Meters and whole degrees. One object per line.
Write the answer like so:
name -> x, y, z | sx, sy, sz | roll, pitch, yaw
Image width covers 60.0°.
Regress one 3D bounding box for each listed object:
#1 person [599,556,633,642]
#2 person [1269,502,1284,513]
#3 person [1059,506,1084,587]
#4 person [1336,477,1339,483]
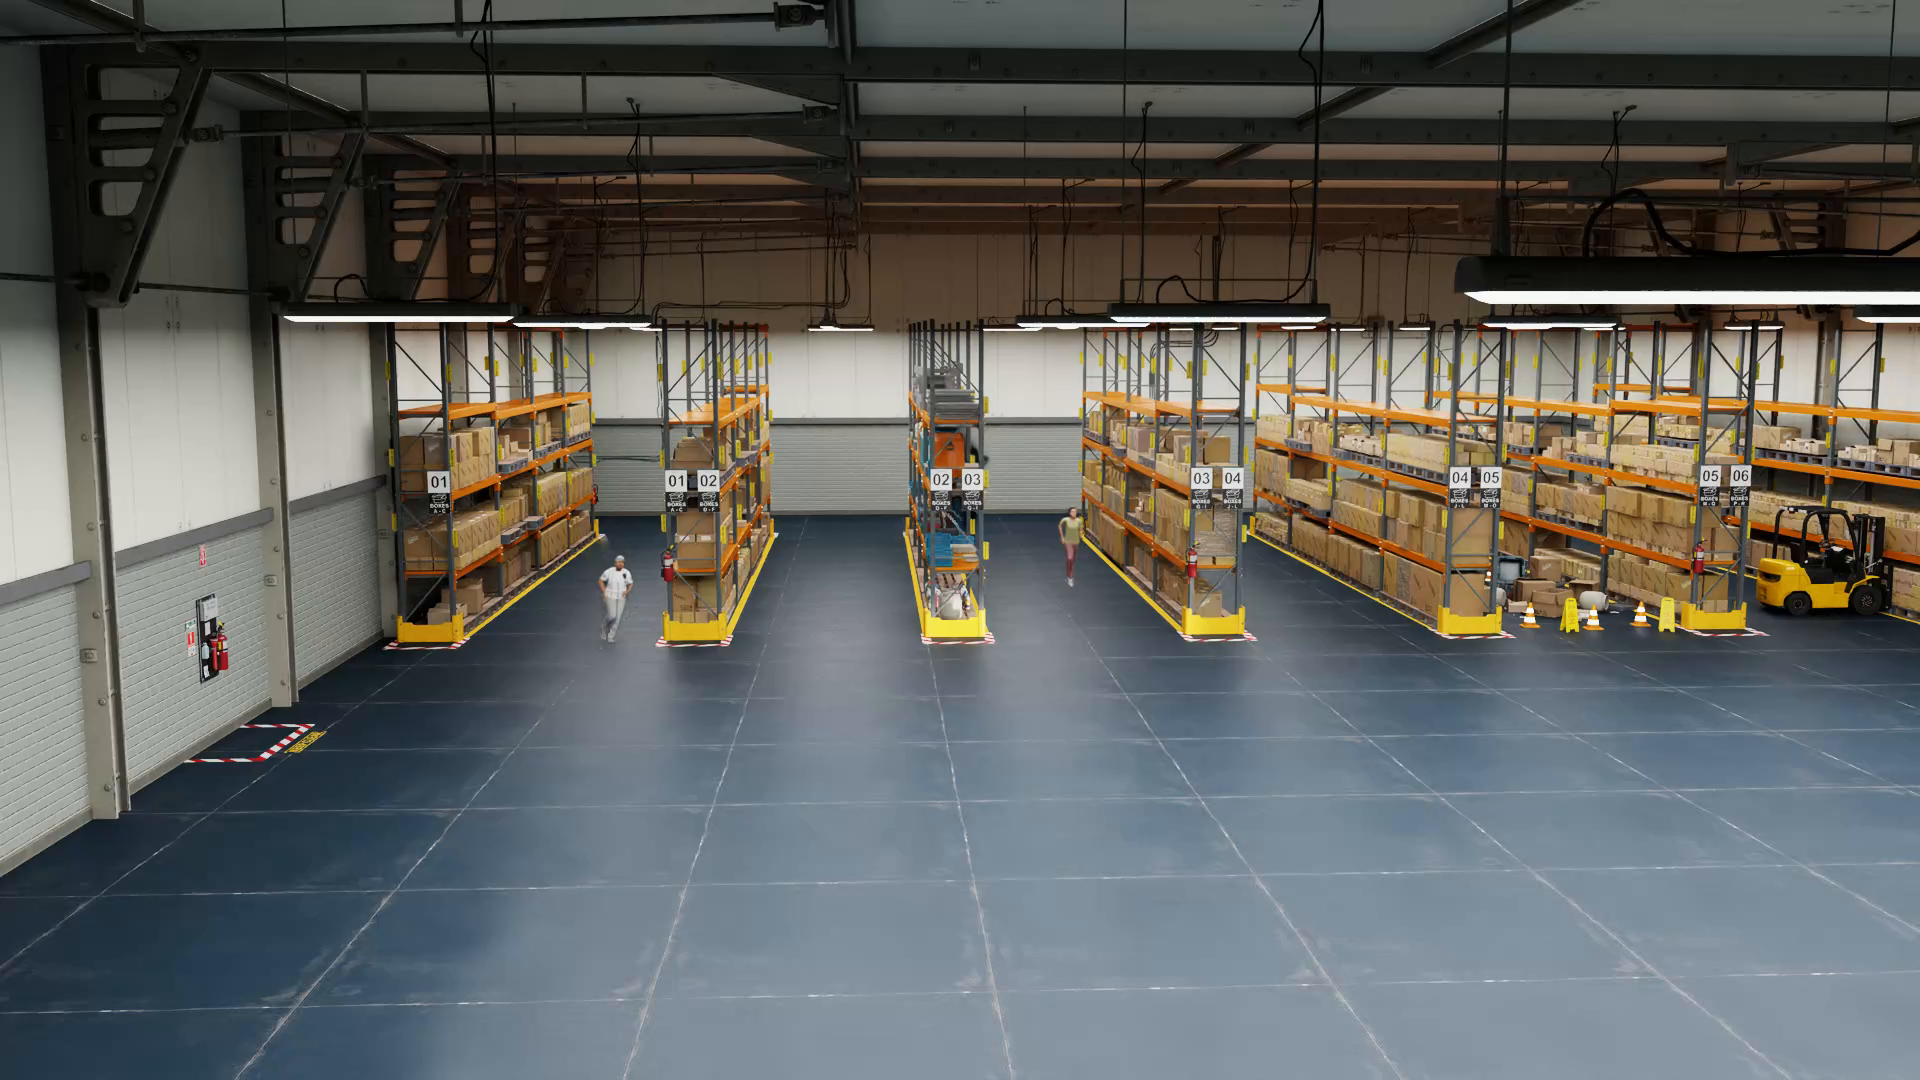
person -> -6.407, 1.103, 31.026 | 0.643, 1.619, 0.529 | -3, 8, -26
person -> 9.535, -1.158, 49.121 | 0.966, 1.719, 0.535 | -1, 7, -6
person -> 2.464, 0.125, 36.619 | 0.497, 1.744, 0.790 | -2, 7, -16
person -> 10.599, -0.939, 47.051 | 0.699, 1.737, 0.758 | -3, 8, -24
